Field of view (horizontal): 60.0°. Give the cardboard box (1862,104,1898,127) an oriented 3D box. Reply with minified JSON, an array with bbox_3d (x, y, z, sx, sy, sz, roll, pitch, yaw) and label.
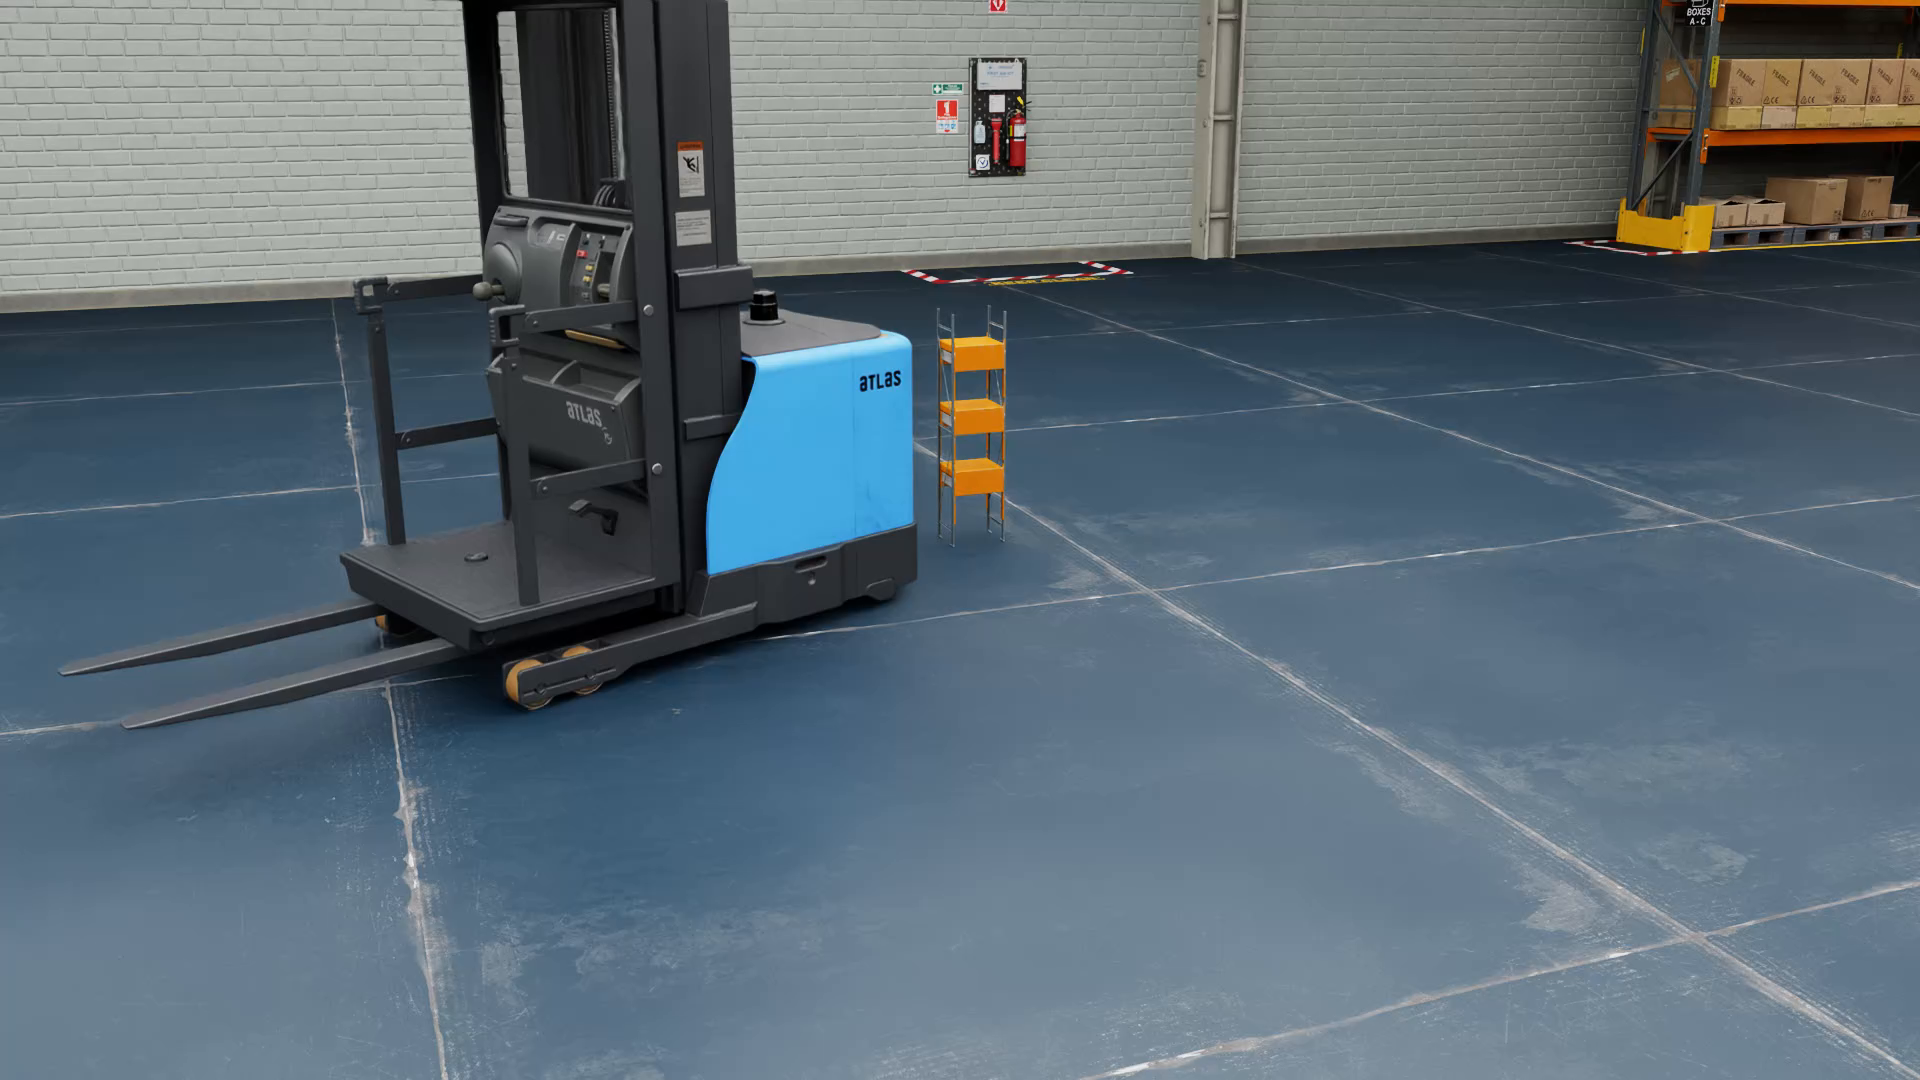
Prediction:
[{"bbox_3d":[10.472,-4.931,19.297,0.500,0.250,0.500,-6,17,-20],"label":"cardboard box"}]

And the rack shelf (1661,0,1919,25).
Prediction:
[{"bbox_3d":[9.871,-6.116,19.055,4.000,0.370,1.077,-6,17,-20],"label":"rack shelf"}]

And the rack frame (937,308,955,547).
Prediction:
[{"bbox_3d":[-0.064,-0.497,7.427,0.008,1.050,0.200,-6,17,-20],"label":"rack frame"}]

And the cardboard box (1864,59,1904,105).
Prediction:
[{"bbox_3d":[10.470,-5.292,19.197,0.500,0.500,0.500,-7,18,-22],"label":"cardboard box"}]

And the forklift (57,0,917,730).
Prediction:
[{"bbox_3d":[-1.592,-0.997,5.790,3.031,2.935,1.130,-15,22,-41],"label":"forklift"}]

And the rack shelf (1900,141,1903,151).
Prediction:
[{"bbox_3d":[13.606,-5.080,20.851,4.000,0.370,1.077,-6,17,-20],"label":"rack shelf"}]

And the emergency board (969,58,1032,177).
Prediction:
[{"bbox_3d":[0.423,-4.275,16.831,0.643,1.169,0.194,-6,17,-20],"label":"emergency board"}]

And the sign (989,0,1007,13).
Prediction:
[{"bbox_3d":[0.380,-5.412,16.591,0.199,0.298,0.001,-6,17,-20],"label":"sign"}]

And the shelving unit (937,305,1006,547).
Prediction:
[{"bbox_3d":[0.050,-0.509,7.469,0.252,1.050,0.215,-6,17,-20],"label":"shelving unit"}]

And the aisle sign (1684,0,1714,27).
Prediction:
[{"bbox_3d":[8.043,-5.982,18.030,0.004,0.787,0.394,-6,17,-20],"label":"aisle sign"}]

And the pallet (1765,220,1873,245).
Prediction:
[{"bbox_3d":[9.983,-3.685,19.771,1.213,0.211,1.003,-6,17,-20],"label":"pallet"}]

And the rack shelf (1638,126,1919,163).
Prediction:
[{"bbox_3d":[9.871,-4.677,19.478,4.000,0.370,1.077,-6,17,-20],"label":"rack shelf"}]

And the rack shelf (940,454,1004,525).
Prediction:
[{"bbox_3d":[0.050,-0.232,7.550,0.240,0.259,0.215,-6,17,-20],"label":"rack shelf"}]

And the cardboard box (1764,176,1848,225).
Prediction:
[{"bbox_3d":[9.917,-3.997,19.540,0.500,0.500,0.700,-7,18,-24],"label":"cardboard box"}]

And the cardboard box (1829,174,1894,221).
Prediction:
[{"bbox_3d":[10.784,-4.120,19.961,0.500,0.500,0.500,-8,18,-24],"label":"cardboard box"}]

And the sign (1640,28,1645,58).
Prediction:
[{"bbox_3d":[7.823,-5.676,18.986,0.005,0.325,0.100,-6,17,-20],"label":"sign"}]

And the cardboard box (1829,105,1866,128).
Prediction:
[{"bbox_3d":[10.003,-4.880,19.123,0.500,0.250,0.500,-6,17,-20],"label":"cardboard box"}]

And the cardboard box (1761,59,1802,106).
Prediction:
[{"bbox_3d":[9.022,-5.134,18.658,0.500,0.500,0.500,-6,17,-20],"label":"cardboard box"}]

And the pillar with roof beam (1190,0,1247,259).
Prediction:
[{"bbox_3d":[4.285,-6.259,12.943,0.400,9.000,9.100,-6,17,-20],"label":"pillar with roof beam"}]

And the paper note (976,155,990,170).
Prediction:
[{"bbox_3d":[0.233,-3.852,16.956,0.142,0.148,0.016,-6,17,-20],"label":"paper note"}]

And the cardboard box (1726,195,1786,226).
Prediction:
[{"bbox_3d":[9.214,-3.845,19.359,0.500,0.311,0.500,-5,17,-15],"label":"cardboard box"}]

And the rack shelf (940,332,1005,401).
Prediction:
[{"bbox_3d":[0.050,-0.771,7.392,0.240,0.259,0.215,-6,17,-20],"label":"rack shelf"}]

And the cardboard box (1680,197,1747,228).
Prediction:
[{"bbox_3d":[8.682,-3.788,19.164,0.500,0.311,0.500,-8,18,-26],"label":"cardboard box"}]

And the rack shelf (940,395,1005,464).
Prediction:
[{"bbox_3d":[0.050,-0.499,7.472,0.240,0.259,0.215,-6,17,-20],"label":"rack shelf"}]

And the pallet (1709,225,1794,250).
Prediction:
[{"bbox_3d":[8.846,-3.563,19.356,1.213,0.211,1.003,-6,17,-20],"label":"pallet"}]

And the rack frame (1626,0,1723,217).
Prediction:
[{"bbox_3d":[8.003,-4.820,18.690,0.127,3.000,1.000,-6,17,-20],"label":"rack frame"}]

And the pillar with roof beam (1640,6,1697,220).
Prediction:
[{"bbox_3d":[9.888,-6.864,15.003,0.400,9.000,9.100,-6,17,-20],"label":"pillar with roof beam"}]

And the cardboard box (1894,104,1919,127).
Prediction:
[{"bbox_3d":[10.936,-4.986,19.484,0.500,0.250,0.500,-6,17,-20],"label":"cardboard box"}]

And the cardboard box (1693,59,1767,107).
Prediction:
[{"bbox_3d":[8.557,-5.087,18.497,0.500,0.500,0.500,-6,17,-20],"label":"cardboard box"}]

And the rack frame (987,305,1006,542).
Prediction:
[{"bbox_3d":[0.164,-0.521,7.511,0.008,1.050,0.200,-6,17,-20],"label":"rack frame"}]

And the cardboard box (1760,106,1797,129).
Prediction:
[{"bbox_3d":[9.052,-4.780,18.782,0.500,0.250,0.500,-7,18,-22],"label":"cardboard box"}]

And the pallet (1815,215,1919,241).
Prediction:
[{"bbox_3d":[11.124,-3.809,20.194,1.213,0.211,1.003,-6,17,-20],"label":"pallet"}]

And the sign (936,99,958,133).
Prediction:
[{"bbox_3d":[-0.130,-4.263,16.728,0.234,0.329,0.001,-6,17,-20],"label":"sign"}]

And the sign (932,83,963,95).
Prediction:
[{"bbox_3d":[-0.122,-4.515,16.647,0.331,0.109,0.001,-6,17,-20],"label":"sign"}]

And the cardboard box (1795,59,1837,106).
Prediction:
[{"bbox_3d":[9.506,-5.185,18.830,0.500,0.500,0.500,-7,18,-22],"label":"cardboard box"}]

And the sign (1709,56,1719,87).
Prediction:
[{"bbox_3d":[8.198,-5.093,18.082,0.005,0.325,0.100,-6,17,-20],"label":"sign"}]

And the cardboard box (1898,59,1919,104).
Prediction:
[{"bbox_3d":[10.944,-5.340,19.360,0.500,0.500,0.500,-6,17,-20],"label":"cardboard box"}]

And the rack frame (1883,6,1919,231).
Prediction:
[{"bbox_3d":[11.738,-5.224,20.063,0.127,3.000,1.000,-6,17,-20],"label":"rack frame"}]

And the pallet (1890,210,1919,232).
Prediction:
[{"bbox_3d":[12.465,-3.965,20.725,1.213,0.211,1.003,-6,17,-20],"label":"pallet"}]

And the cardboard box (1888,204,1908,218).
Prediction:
[{"bbox_3d":[11.250,-4.014,20.190,0.250,0.166,0.380,-9,18,-27],"label":"cardboard box"}]

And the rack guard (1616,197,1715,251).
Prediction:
[{"bbox_3d":[8.074,-3.629,19.068,0.348,0.500,1.175,-6,17,-20],"label":"rack guard"}]

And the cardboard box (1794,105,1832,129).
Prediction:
[{"bbox_3d":[9.530,-4.830,18.952,0.500,0.250,0.500,-6,18,-21],"label":"cardboard box"}]

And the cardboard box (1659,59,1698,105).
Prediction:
[{"bbox_3d":[8.367,-5.221,18.955,0.500,0.500,0.500,-6,18,-21],"label":"cardboard box"}]

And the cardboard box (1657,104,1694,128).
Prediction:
[{"bbox_3d":[8.370,-4.856,19.042,0.500,0.250,0.500,-6,17,-19],"label":"cardboard box"}]

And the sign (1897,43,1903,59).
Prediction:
[{"bbox_3d":[11.537,-5.925,20.396,0.005,0.325,0.100,-6,17,-20],"label":"sign"}]

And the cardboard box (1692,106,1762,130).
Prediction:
[{"bbox_3d":[8.573,-4.724,18.591,0.500,0.250,0.500,-7,18,-22],"label":"cardboard box"}]

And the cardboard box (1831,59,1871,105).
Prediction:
[{"bbox_3d":[9.984,-5.240,19.017,0.500,0.500,0.500,-6,17,-18],"label":"cardboard box"}]
